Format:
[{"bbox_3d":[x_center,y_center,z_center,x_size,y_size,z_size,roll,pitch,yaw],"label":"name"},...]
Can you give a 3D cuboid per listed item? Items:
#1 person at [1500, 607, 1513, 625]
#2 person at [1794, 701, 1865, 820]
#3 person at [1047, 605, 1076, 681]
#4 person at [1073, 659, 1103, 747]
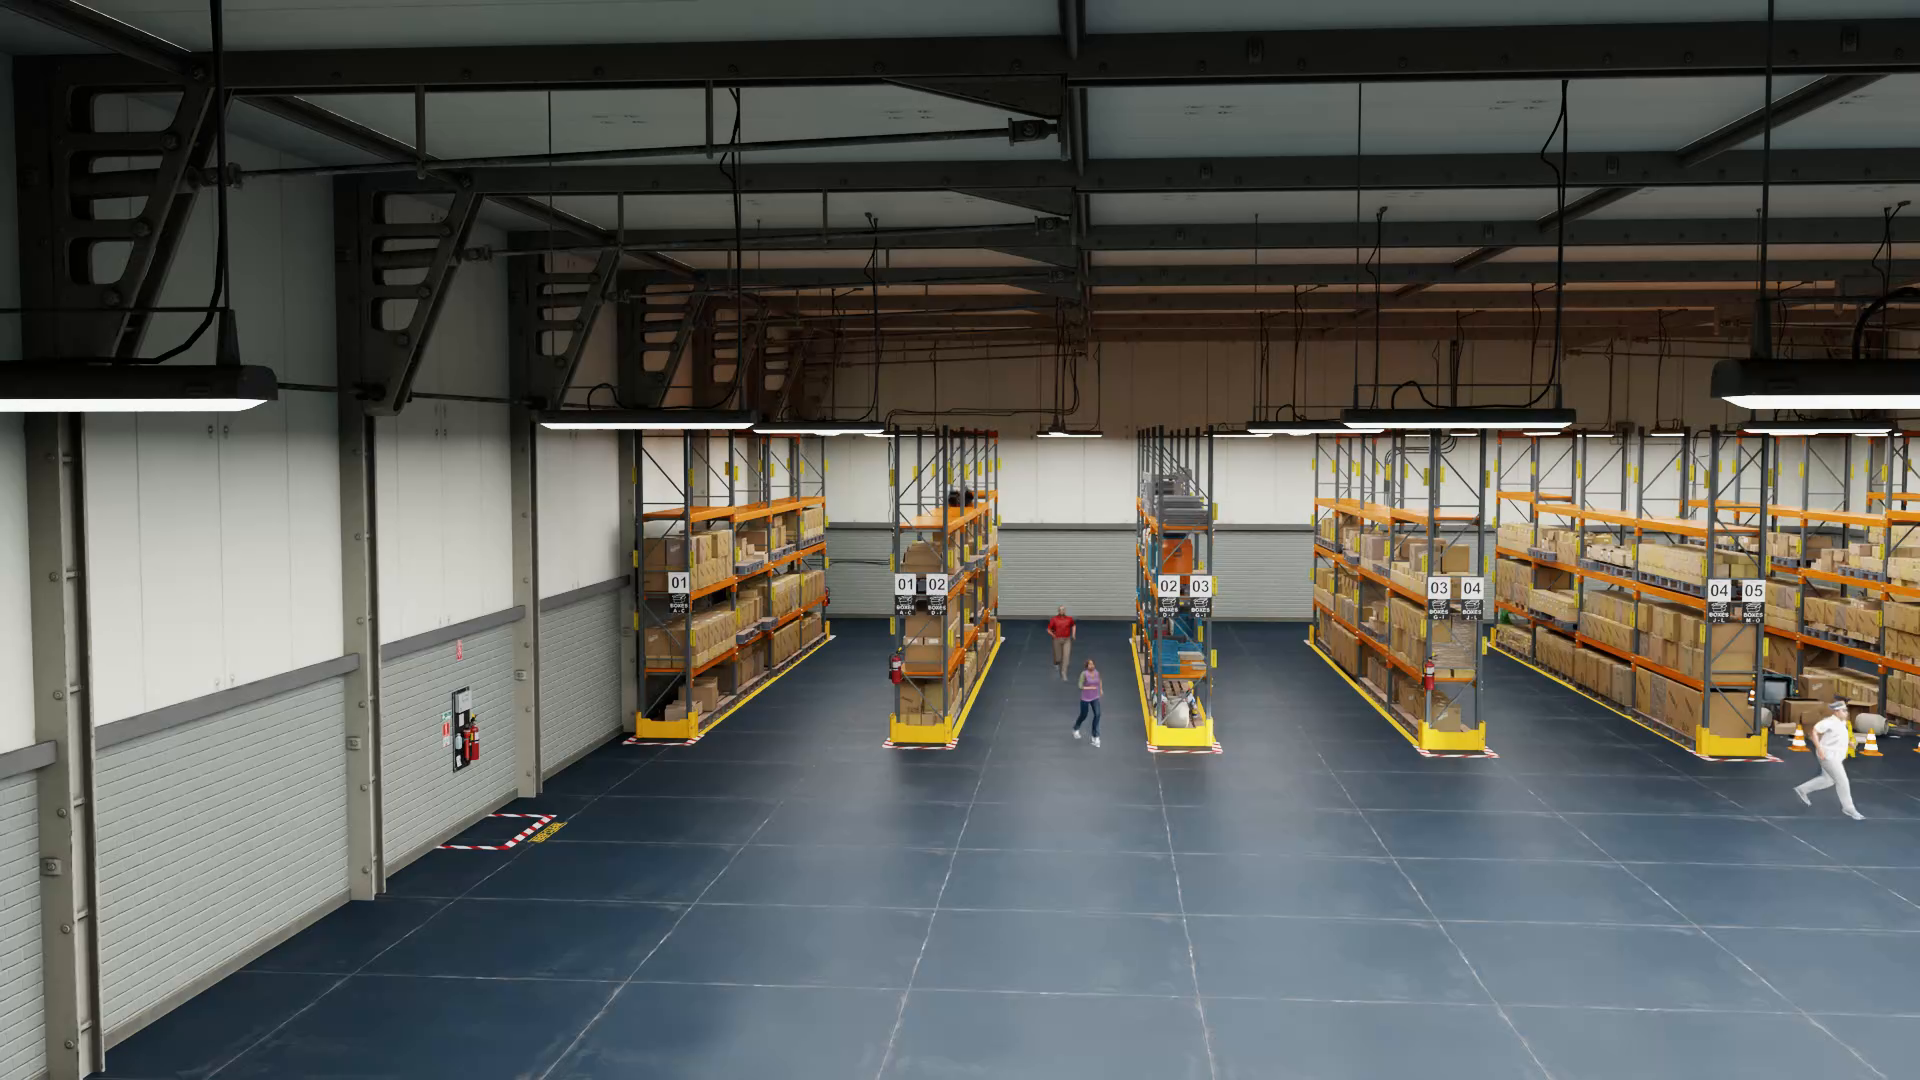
[{"bbox_3d":[15.709,1.952,47.779,0.801,1.844,0.648,-1,4,-21],"label":"person"},{"bbox_3d":[13.285,3.317,25.376,0.668,1.789,1.012,-3,5,-44],"label":"person"},{"bbox_3d":[2.330,2.323,37.809,0.678,1.676,0.917,0,3,-4],"label":"person"},{"bbox_3d":[2.439,3.035,31.386,0.550,1.629,0.839,-1,4,-18],"label":"person"}]
